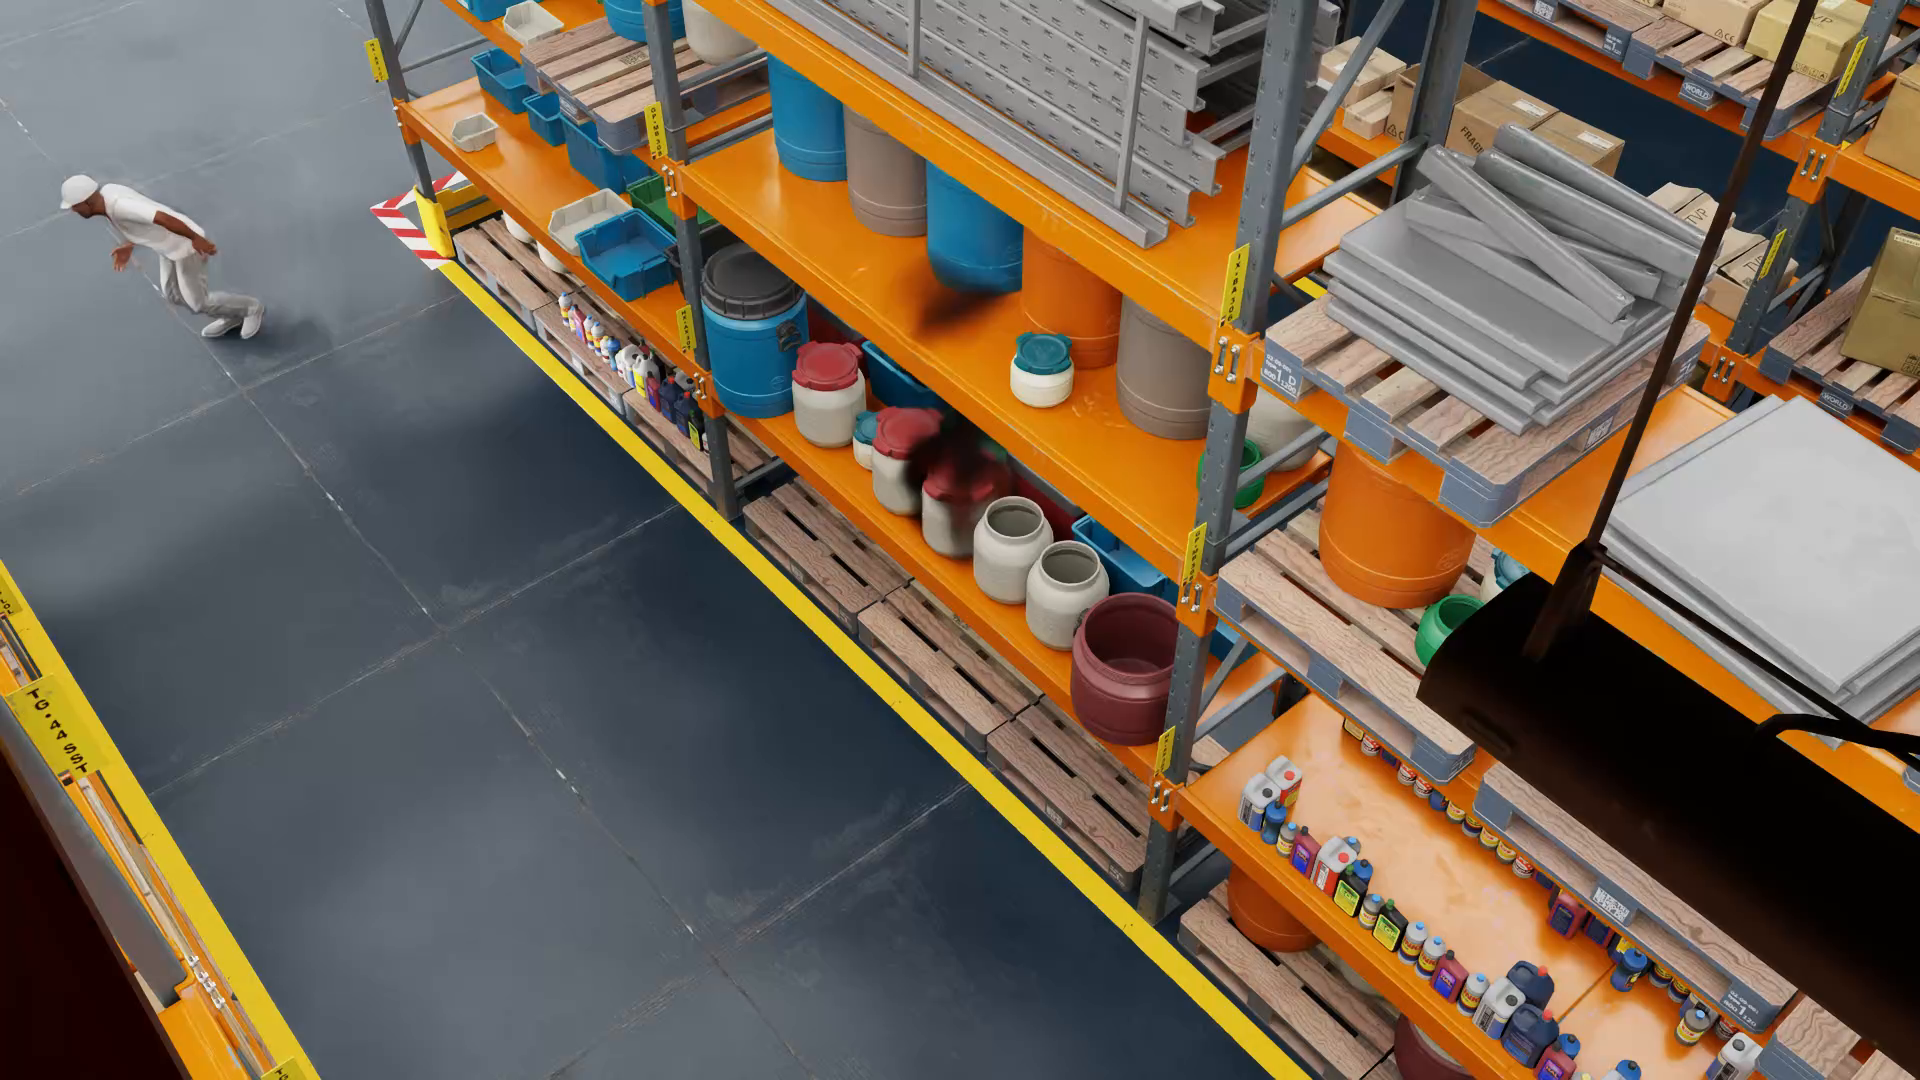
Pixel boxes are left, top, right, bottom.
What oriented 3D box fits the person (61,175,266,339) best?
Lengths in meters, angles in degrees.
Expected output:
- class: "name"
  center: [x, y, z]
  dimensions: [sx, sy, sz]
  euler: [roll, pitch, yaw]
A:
- class: "person"
  center: [-5.692, -2.041, 11.909]
  dimensions: [0.968, 1.477, 0.723]
  euler: [-31, 54, -26]
